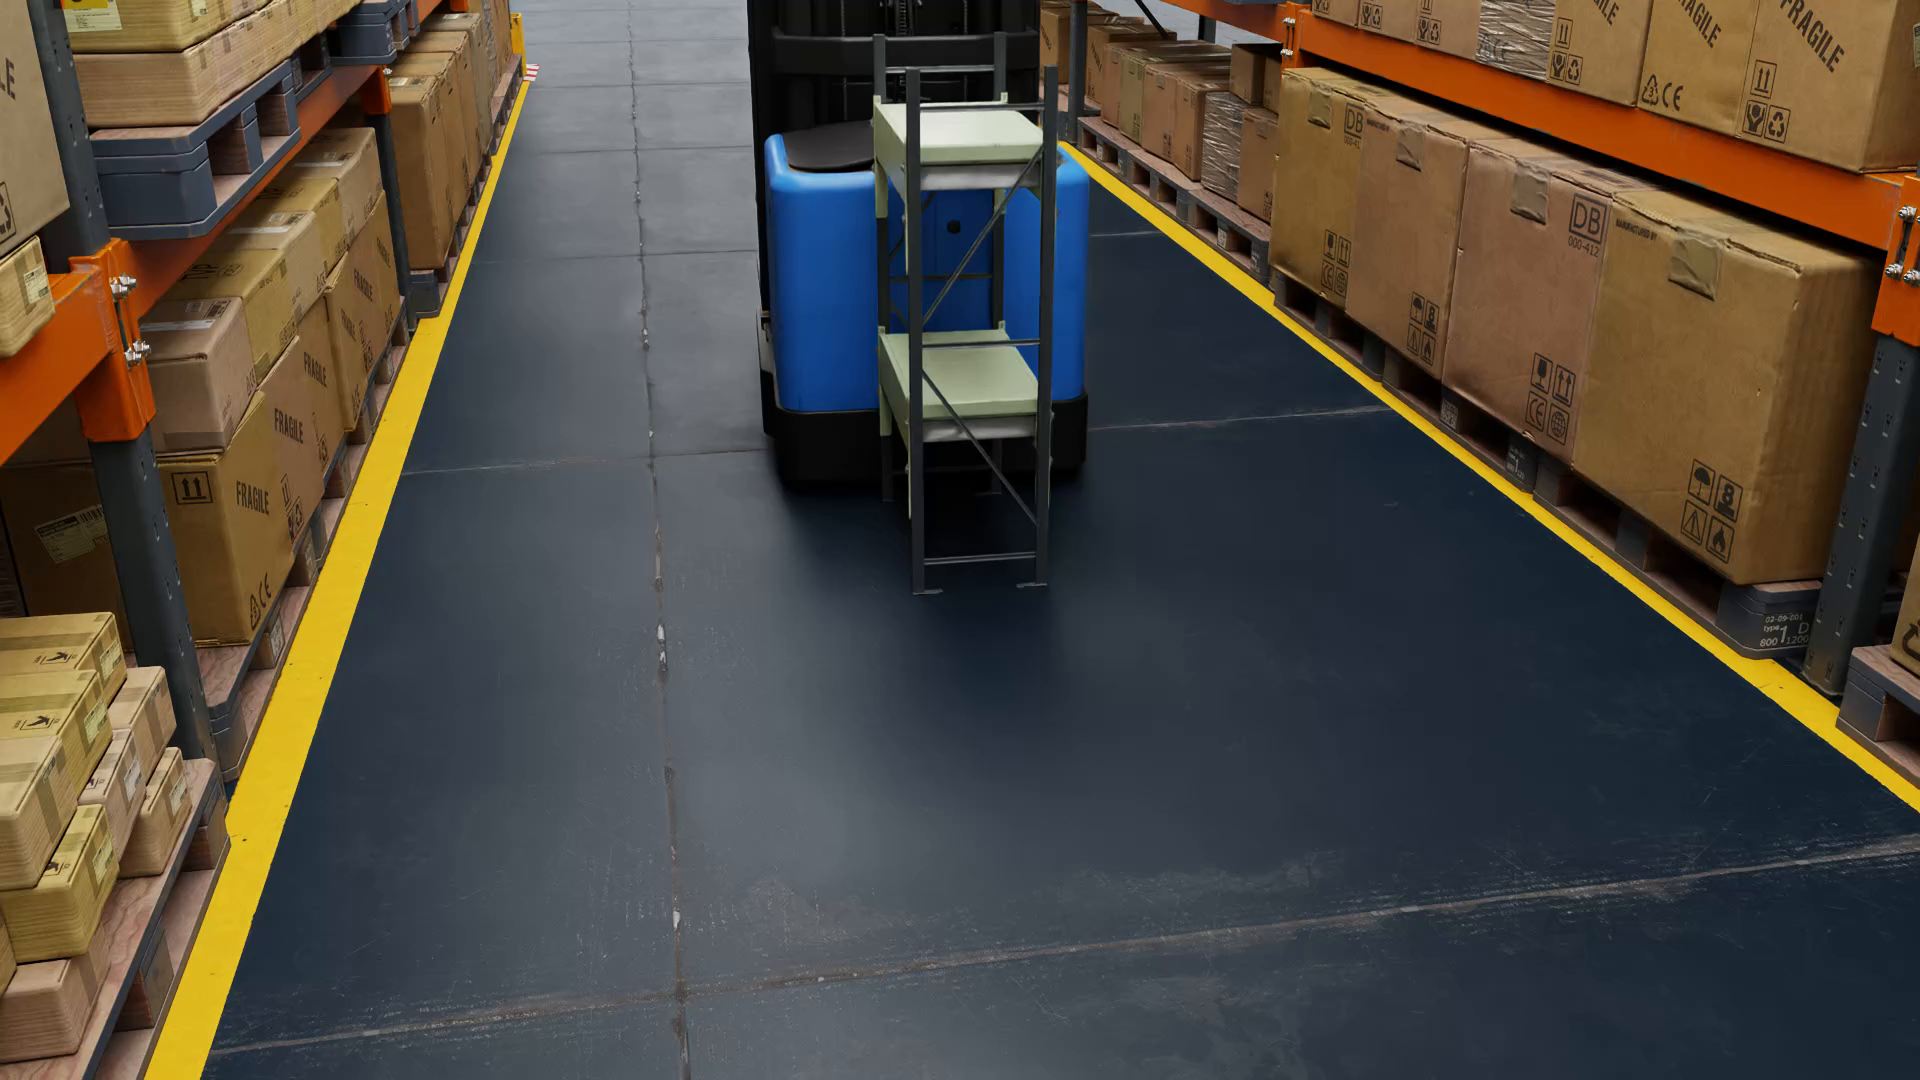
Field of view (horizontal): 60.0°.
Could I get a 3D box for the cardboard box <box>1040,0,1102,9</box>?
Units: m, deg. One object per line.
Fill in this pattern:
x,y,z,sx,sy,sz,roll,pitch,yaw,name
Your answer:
0.850,-4.061,13.400,0.500,0.500,0.500,-2,24,-5,cardboard box

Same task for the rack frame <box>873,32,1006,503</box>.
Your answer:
-0.060,-0.827,5.270,0.400,1.500,0.023,-4,24,-9,rack frame

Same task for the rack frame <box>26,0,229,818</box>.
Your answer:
-2.164,-0.694,3.091,1.000,3.000,0.127,-4,24,-10,rack frame

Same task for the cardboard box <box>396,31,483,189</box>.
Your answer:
-3.266,-2.385,9.249,1.050,0.750,0.750,-4,24,-10,cardboard box

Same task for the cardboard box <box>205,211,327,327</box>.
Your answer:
-2.232,-0.805,5.007,0.500,0.250,0.500,-3,24,-8,cardboard box

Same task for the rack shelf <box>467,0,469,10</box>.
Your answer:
-4.013,-4.298,12.241,1.077,0.370,4.000,-4,24,-10,rack shelf

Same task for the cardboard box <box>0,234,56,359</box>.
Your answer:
-1.727,-0.391,2.711,0.380,0.149,0.250,-5,24,-11,cardboard box

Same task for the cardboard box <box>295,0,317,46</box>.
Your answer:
-2.032,-1.474,4.665,0.380,0.149,0.250,-5,24,-11,cardboard box

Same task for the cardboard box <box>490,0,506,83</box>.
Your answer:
-4.028,-4.025,12.848,0.875,0.875,0.875,-5,24,-11,cardboard box

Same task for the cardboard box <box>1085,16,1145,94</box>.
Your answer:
1.102,-3.600,12.344,0.500,0.500,0.500,3,24,7,cardboard box

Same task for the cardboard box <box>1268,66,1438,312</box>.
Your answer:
2.096,-1.541,7.159,1.225,0.875,0.875,-5,24,-12,cardboard box

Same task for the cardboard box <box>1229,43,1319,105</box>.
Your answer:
1.728,-2.464,8.780,0.500,0.250,0.500,-2,24,-4,cardboard box

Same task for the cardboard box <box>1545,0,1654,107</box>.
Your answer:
2.186,-1.631,5.112,0.500,0.500,0.500,-5,24,-10,cardboard box

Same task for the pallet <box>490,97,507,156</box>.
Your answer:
-3.707,-2.868,11.552,1.003,0.211,1.213,-4,24,-10,pallet

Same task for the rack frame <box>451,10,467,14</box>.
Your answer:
-3.643,-3.841,10.296,1.000,3.000,0.127,-4,24,-10,rack frame

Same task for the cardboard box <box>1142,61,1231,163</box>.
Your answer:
1.516,-2.572,9.965,0.700,0.500,0.500,-6,24,-14,cardboard box

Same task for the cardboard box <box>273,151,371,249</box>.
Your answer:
-2.416,-1.211,5.936,0.500,0.250,0.500,-4,24,-9,cardboard box

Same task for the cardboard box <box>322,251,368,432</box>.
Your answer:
-2.319,-0.664,5.620,0.500,0.500,0.500,-5,24,-12,cardboard box

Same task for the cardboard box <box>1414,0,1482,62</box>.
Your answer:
2.008,-2.025,6.015,0.500,0.500,0.500,-5,24,-11,cardboard box

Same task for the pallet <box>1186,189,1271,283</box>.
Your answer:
1.846,-1.624,8.705,1.003,0.211,1.213,-4,24,-10,pallet

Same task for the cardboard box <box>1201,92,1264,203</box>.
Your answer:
1.731,-2.130,8.953,0.700,0.500,0.500,-6,24,-14,cardboard box

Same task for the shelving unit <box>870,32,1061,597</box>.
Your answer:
-0.001,-0.683,4.939,0.431,1.500,0.755,-4,24,-9,shelving unit

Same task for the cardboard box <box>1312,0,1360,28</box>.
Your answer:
1.812,-2.429,6.939,0.500,0.500,0.500,-4,24,-8,cardboard box

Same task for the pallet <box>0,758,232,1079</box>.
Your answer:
-2.005,0.845,3.051,1.003,0.211,1.213,-4,24,-10,pallet

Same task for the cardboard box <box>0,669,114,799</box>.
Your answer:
-1.756,0.366,2.959,0.380,0.149,0.250,-4,24,-9,cardboard box

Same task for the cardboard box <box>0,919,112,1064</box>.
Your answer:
-1.679,0.757,2.807,0.380,0.149,0.250,-5,24,-12,cardboard box

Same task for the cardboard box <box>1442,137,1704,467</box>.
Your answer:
2.425,-0.842,5.560,1.225,0.875,0.875,-5,24,-12,cardboard box

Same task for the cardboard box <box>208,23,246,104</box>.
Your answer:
-1.842,-1.069,3.739,0.380,0.149,0.250,-4,24,-9,cardboard box

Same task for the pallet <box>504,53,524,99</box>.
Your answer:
-4.158,-3.827,13.750,1.003,0.211,1.213,-4,24,-10,pallet

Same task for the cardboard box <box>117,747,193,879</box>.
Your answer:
-1.757,0.549,3.282,0.380,0.149,0.250,-4,24,-9,cardboard box

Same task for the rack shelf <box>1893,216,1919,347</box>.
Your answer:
3.099,0.095,2.184,1.077,0.370,4.000,-4,24,-10,rack shelf

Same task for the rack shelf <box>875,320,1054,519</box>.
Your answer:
-0.001,-0.384,5.070,0.431,0.370,0.720,-4,24,-9,rack shelf

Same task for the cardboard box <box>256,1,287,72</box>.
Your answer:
-1.930,-1.266,4.191,0.380,0.149,0.250,-4,24,-9,cardboard box

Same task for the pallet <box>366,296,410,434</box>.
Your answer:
-2.761,-0.682,6.548,1.003,0.211,1.213,-4,24,-10,pallet

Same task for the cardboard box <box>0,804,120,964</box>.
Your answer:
-1.664,0.594,2.809,0.380,0.149,0.250,-5,24,-12,cardboard box

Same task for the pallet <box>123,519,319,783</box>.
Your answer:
-2.310,0.278,4.350,1.003,0.211,1.213,-4,24,-10,pallet

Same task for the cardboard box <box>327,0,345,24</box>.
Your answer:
-2.129,-1.680,5.138,0.380,0.149,0.250,-4,24,-8,cardboard box

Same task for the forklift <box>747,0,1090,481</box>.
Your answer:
-0.278,-2.094,6.383,1.130,2.935,3.031,-3,24,-7,forklift

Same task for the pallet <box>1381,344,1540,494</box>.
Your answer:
2.283,-0.522,6.182,1.003,0.211,1.213,-4,24,-10,pallet

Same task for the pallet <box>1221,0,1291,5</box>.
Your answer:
1.753,-2.779,8.105,1.213,0.211,1.003,-4,24,-10,pallet

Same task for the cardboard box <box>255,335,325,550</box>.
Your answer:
-2.140,-0.259,4.694,0.500,0.500,0.500,-3,24,-7,cardboard box

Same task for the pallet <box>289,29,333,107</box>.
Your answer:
-2.498,-1.404,4.956,1.003,0.211,1.213,-4,24,-10,pallet

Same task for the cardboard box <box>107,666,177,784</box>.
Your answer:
-1.793,0.384,3.289,0.380,0.149,0.250,-4,24,-9,cardboard box

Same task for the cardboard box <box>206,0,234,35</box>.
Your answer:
-1.835,-1.198,3.664,0.380,0.149,0.250,-5,24,-11,cardboard box

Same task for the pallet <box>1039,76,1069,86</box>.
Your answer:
0.862,-3.633,13.304,1.003,0.211,1.213,-4,24,-10,pallet

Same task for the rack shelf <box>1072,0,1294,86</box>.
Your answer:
1.619,-3.052,9.388,1.077,0.370,4.000,-4,24,-10,rack shelf

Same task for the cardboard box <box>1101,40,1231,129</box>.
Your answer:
1.342,-2.981,10.901,0.700,0.500,0.500,-6,24,-14,cardboard box

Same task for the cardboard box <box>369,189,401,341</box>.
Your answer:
-2.525,-1.075,6.562,0.500,0.500,0.500,-4,24,-10,cardboard box

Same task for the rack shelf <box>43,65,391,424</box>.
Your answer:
-2.534,-1.151,5.037,1.077,0.370,4.000,-4,24,-10,rack shelf

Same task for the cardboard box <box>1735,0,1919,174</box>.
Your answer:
2.374,-1.231,4.196,0.500,0.500,0.500,-4,24,-10,cardboard box

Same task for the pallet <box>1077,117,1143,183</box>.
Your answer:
1.395,-2.584,10.903,1.003,0.211,1.213,-4,24,-10,pallet

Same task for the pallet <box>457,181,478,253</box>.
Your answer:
-3.198,-1.784,9.071,1.003,0.211,1.213,-4,24,-10,pallet

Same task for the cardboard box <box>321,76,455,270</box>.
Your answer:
-2.928,-1.675,7.624,1.050,0.750,0.750,-5,24,-10,cardboard box

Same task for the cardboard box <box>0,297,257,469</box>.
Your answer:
-2.041,-0.395,4.068,0.500,0.250,0.500,-5,24,-12,cardboard box

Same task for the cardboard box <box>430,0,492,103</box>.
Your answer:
-3.691,-3.312,11.216,0.875,0.875,0.875,-4,24,-9,cardboard box

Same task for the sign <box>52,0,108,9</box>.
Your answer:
-1.632,-1.134,3.017,0.100,0.325,0.005,-4,24,-10,sign

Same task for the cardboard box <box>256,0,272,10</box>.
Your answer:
-1.932,-1.402,4.130,0.380,0.149,0.250,-5,24,-12,cardboard box

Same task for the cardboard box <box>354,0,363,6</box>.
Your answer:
-2.226,-1.887,5.613,0.380,0.149,0.250,-5,24,-10,cardboard box

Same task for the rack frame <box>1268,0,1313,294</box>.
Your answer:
1.989,-2.595,7.443,1.000,3.000,0.127,-4,24,-10,rack frame
